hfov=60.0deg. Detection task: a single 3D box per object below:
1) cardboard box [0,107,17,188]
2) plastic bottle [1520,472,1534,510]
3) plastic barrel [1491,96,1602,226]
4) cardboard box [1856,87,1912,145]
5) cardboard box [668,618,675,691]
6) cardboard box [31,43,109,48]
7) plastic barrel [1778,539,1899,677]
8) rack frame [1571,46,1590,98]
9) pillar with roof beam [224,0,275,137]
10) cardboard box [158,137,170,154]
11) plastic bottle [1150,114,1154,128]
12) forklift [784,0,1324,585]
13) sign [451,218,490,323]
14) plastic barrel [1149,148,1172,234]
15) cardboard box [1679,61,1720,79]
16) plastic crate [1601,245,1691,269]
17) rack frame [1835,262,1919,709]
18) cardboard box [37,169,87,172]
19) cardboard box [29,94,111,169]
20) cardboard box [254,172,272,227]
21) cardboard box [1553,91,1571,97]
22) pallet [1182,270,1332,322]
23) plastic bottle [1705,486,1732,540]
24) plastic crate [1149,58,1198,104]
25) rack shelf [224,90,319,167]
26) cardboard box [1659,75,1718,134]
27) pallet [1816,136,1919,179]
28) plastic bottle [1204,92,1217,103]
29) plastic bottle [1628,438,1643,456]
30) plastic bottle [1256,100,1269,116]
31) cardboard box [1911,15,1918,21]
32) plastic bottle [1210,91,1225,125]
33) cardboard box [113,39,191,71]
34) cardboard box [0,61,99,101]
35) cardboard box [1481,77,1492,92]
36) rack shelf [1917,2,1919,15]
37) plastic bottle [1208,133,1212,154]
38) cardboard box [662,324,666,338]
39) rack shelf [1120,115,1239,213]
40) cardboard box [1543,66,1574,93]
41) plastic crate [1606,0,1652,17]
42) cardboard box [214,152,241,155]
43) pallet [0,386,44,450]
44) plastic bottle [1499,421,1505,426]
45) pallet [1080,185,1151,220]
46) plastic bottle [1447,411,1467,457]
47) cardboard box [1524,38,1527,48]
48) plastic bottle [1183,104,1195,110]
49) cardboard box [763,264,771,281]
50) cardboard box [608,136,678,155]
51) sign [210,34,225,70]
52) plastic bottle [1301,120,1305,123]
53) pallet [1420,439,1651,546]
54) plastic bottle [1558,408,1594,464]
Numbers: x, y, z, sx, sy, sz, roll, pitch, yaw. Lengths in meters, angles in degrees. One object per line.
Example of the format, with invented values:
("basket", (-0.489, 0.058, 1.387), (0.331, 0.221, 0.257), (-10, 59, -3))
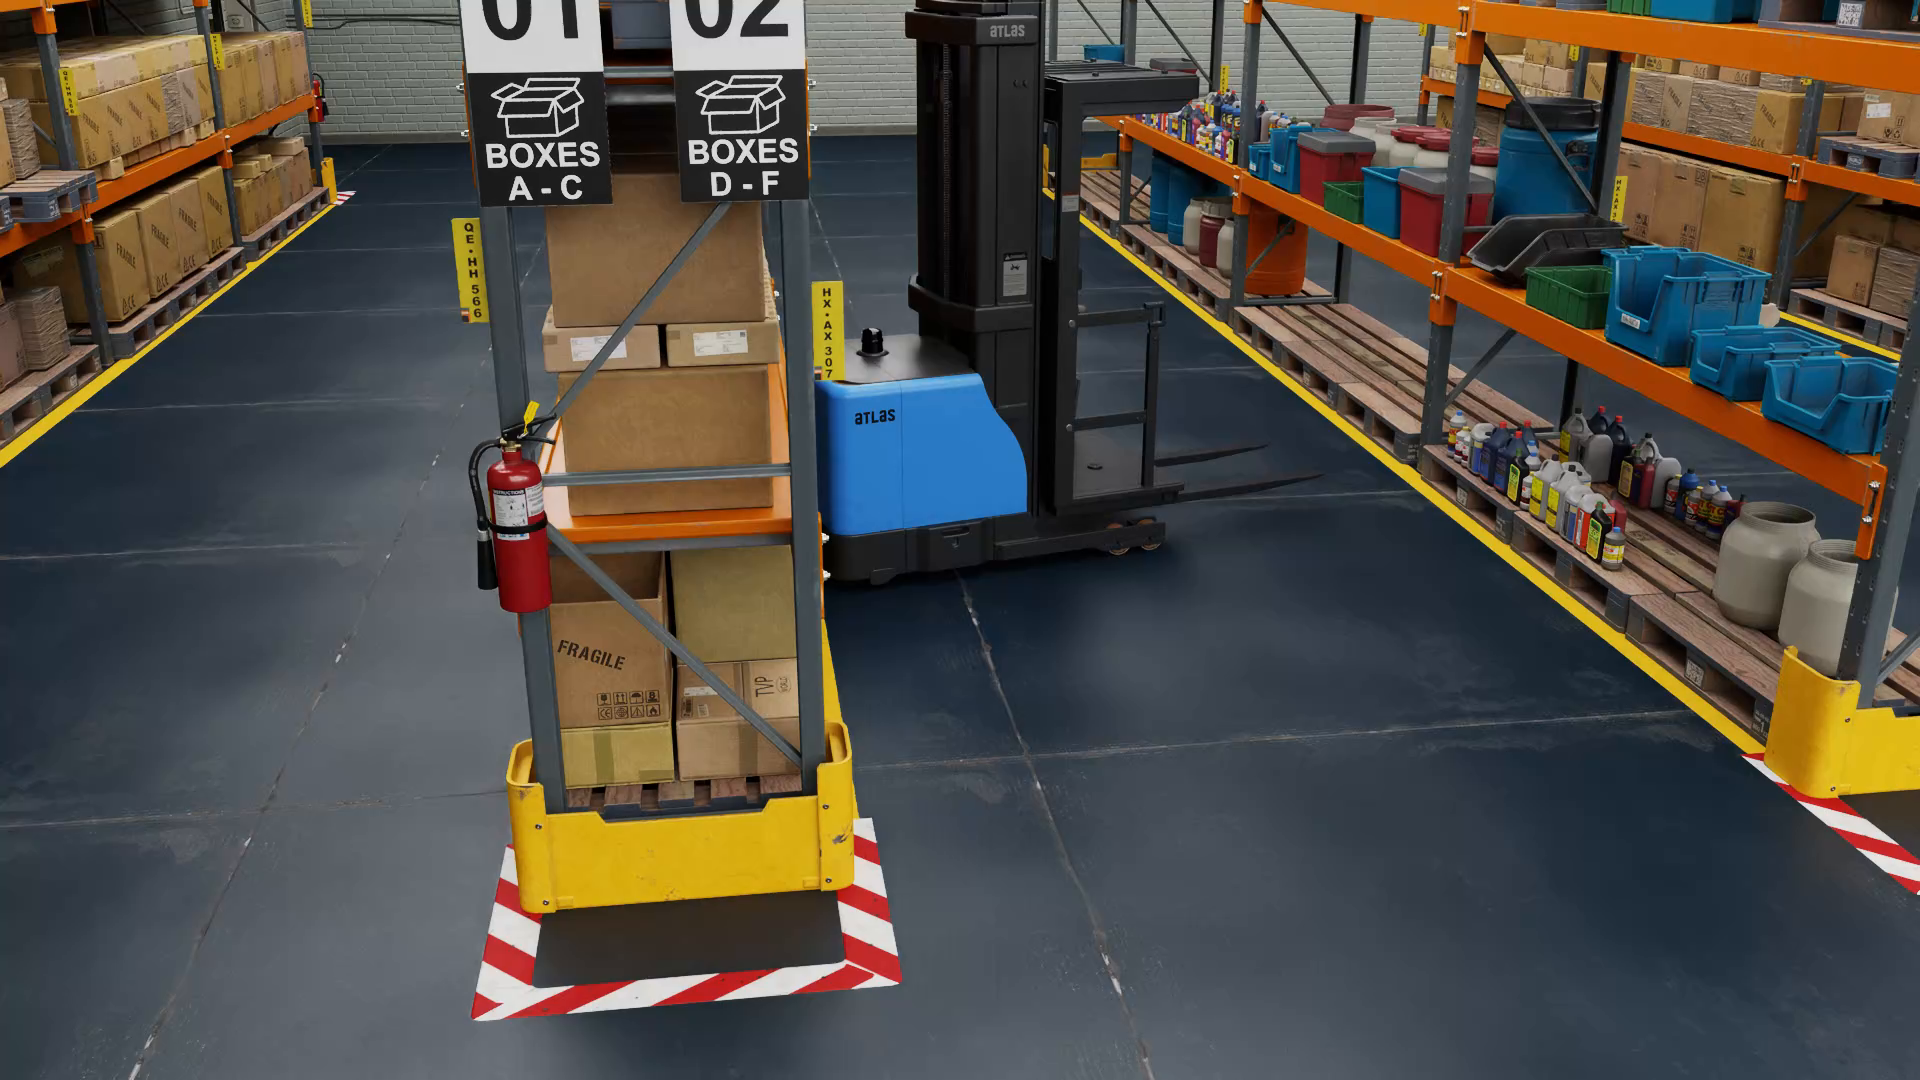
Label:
("cardboard box", (-6.846, -2.624, 11.184), (0.700, 0.500, 0.500), (-5, 21, -13))
("plastic bottle", (3.100, -0.271, 9.025), (0.097, 0.201, 0.097), (0, 20, 0))
("plastic barrel", (3.594, -2.224, 10.168), (0.600, 0.901, 0.708), (-3, 21, -8))
("cardboard box", (7.791, -3.534, 13.648), (0.500, 0.500, 0.500), (-6, 21, -14))
("cardboard box", (-1.430, 0.541, 6.810), (0.500, 0.250, 0.500), (-3, 21, -8))
("cardboard box", (-7.640, -4.131, 14.321), (0.500, 0.250, 0.500), (-4, 21, -10))
("plastic barrel", (3.756, 0.289, 7.111), (0.421, 0.512, 0.421), (0, 20, 0))
("rack frame", (7.097, -4.860, 17.942), (1.000, 3.000, 0.127), (-3, 21, -8))
("pillar with roof beam", (-5.169, -9.414, 21.561), (9.100, 9.000, 0.400), (-3, 21, -8))
("cardboard box", (-7.139, -3.458, 14.517), (0.380, 0.149, 0.250), (-3, 21, -9))
("plastic bottle", (1.928, -4.202, 16.365), (0.097, 0.271, 0.097), (0, 20, 0))
("forklift", (0.579, -1.455, 8.923), (3.031, 2.935, 1.130), (-8, 22, -21))
("sign", (-1.515, -0.838, 5.179), (0.100, 0.325, 0.005), (-3, 21, -8))
("plastic barrel", (2.258, -3.635, 17.060), (0.600, 0.901, 0.708), (-3, 21, -8))
("cardboard box", (7.390, -4.704, 15.946), (0.797, 0.503, 0.637), (-2, 21, -6))
("plastic crate", (3.778, -1.401, 8.894), (0.499, 0.251, 0.616), (-3, 21, -8))
("rack frame", (3.926, -0.456, 6.149), (1.000, 3.000, 0.127), (-3, 21, -8))
("cardboard box", (-6.849, -2.743, 12.604), (0.380, 0.149, 0.250), (-3, 21, -9))
("cardboard box", (-6.848, -3.102, 12.639), (0.500, 0.500, 0.500), (-2, 21, -6))
("cardboard box", (-7.683, -3.575, 17.472), (0.700, 0.500, 0.500), (-3, 21, -8))
("cardboard box", (6.729, -4.832, 18.224), (0.380, 0.149, 0.250), (-3, 21, -7))
("pallet", (2.618, -2.190, 14.778), (1.003, 0.211, 1.213), (-3, 21, -8))
("plastic bottle", (3.924, -0.146, 8.590), (0.097, 0.271, 0.097), (0, 20, 0))
("plastic crate", (2.316, -4.990, 18.113), (0.402, 0.464, 0.583), (-3, 21, -8))
("rack shelf", (-7.896, -4.466, 17.915), (1.077, 0.370, 4.000), (-3, 21, -8))
("cardboard box", (7.141, -4.209, 16.056), (0.500, 0.500, 0.500), (-3, 21, -7))
("pallet", (7.882, -3.144, 13.621), (1.213, 0.211, 1.003), (-3, 21, -8))
("plastic bottle", (2.573, -4.432, 16.973), (0.152, 0.276, 0.135), (-3, 21, -8))
("plastic bottle", (3.820, -0.445, 9.374), (0.061, 0.283, 0.133), (-2, 21, -4))
("plastic bottle", (2.811, -3.904, 15.453), (0.144, 0.351, 0.185), (-3, 21, -8))
("cardboard box", (11.545, -6.236, 19.628), (0.500, 0.500, 0.500), (-2, 21, -6))
("plastic bottle", (2.537, -4.214, 16.283), (0.144, 0.351, 0.185), (-3, 21, -8))
("cardboard box", (-7.223, -4.331, 14.857), (0.500, 0.250, 0.500), (-2, 21, -7))
("cardboard box", (-6.845, -3.453, 12.505), (0.500, 0.250, 0.500), (-2, 21, -6))
("cardboard box", (6.469, -5.455, 19.895), (0.380, 0.149, 0.250), (-3, 21, -9))
("rack shelf", (7.386, -5.236, 15.689), (1.077, 0.370, 4.000), (-3, 21, -8))
("plastic bottle", (2.218, -3.473, 14.511), (0.097, 0.201, 0.097), (0, 20, 0))
("cardboard box", (-1.111, -0.598, 6.387), (0.700, 0.500, 0.500), (-2, 21, -6))
("rack shelf", (2.485, -3.581, 15.545), (1.077, 0.370, 4.000), (-3, 21, -8))
("cardboard box", (6.774, -5.069, 18.290), (0.500, 0.250, 0.500), (-3, 21, -9))
("plastic crate", (3.307, -2.586, 7.870), (0.336, 0.188, 0.450), (-3, 21, -8))
("cardboard box", (-7.980, -4.095, 17.937), (0.380, 0.149, 0.250), (-3, 21, -9))
("pallet", (-6.747, -0.727, 10.862), (1.003, 0.211, 1.213), (-3, 21, -8))
("plastic bottle", (3.141, -0.537, 9.620), (0.061, 0.283, 0.133), (-3, 21, -8))
("pallet", (1.873, -3.980, 19.571), (1.003, 0.211, 1.213), (-3, 21, -8))
("plastic bottle", (2.962, -0.636, 9.903), (0.097, 0.271, 0.097), (0, 20, 0))
("cardboard box", (6.851, -6.510, 21.077), (0.500, 0.500, 0.500), (-3, 21, -7))
("plastic bottle", (2.170, -4.060, 15.976), (0.152, 0.276, 0.135), (-3, 21, -8))
("cardboard box", (-0.929, -0.970, 6.455), (0.380, 0.149, 0.250), (-3, 21, -9))
("cardboard box", (-1.120, -1.224, 6.209), (0.700, 0.500, 0.500), (-3, 21, -9))
("sign", (-7.072, -4.647, 15.829), (0.100, 0.325, 0.005), (-3, 21, -8))
("plastic bottle", (2.989, -3.546, 14.590), (0.061, 0.283, 0.133), (-3, 21, -8))
("pallet", (3.405, -0.300, 9.717), (1.003, 0.211, 1.213), (-3, 21, -8))
("plastic bottle", (3.585, -0.590, 9.666), (0.144, 0.351, 0.185), (-3, 21, -8))
